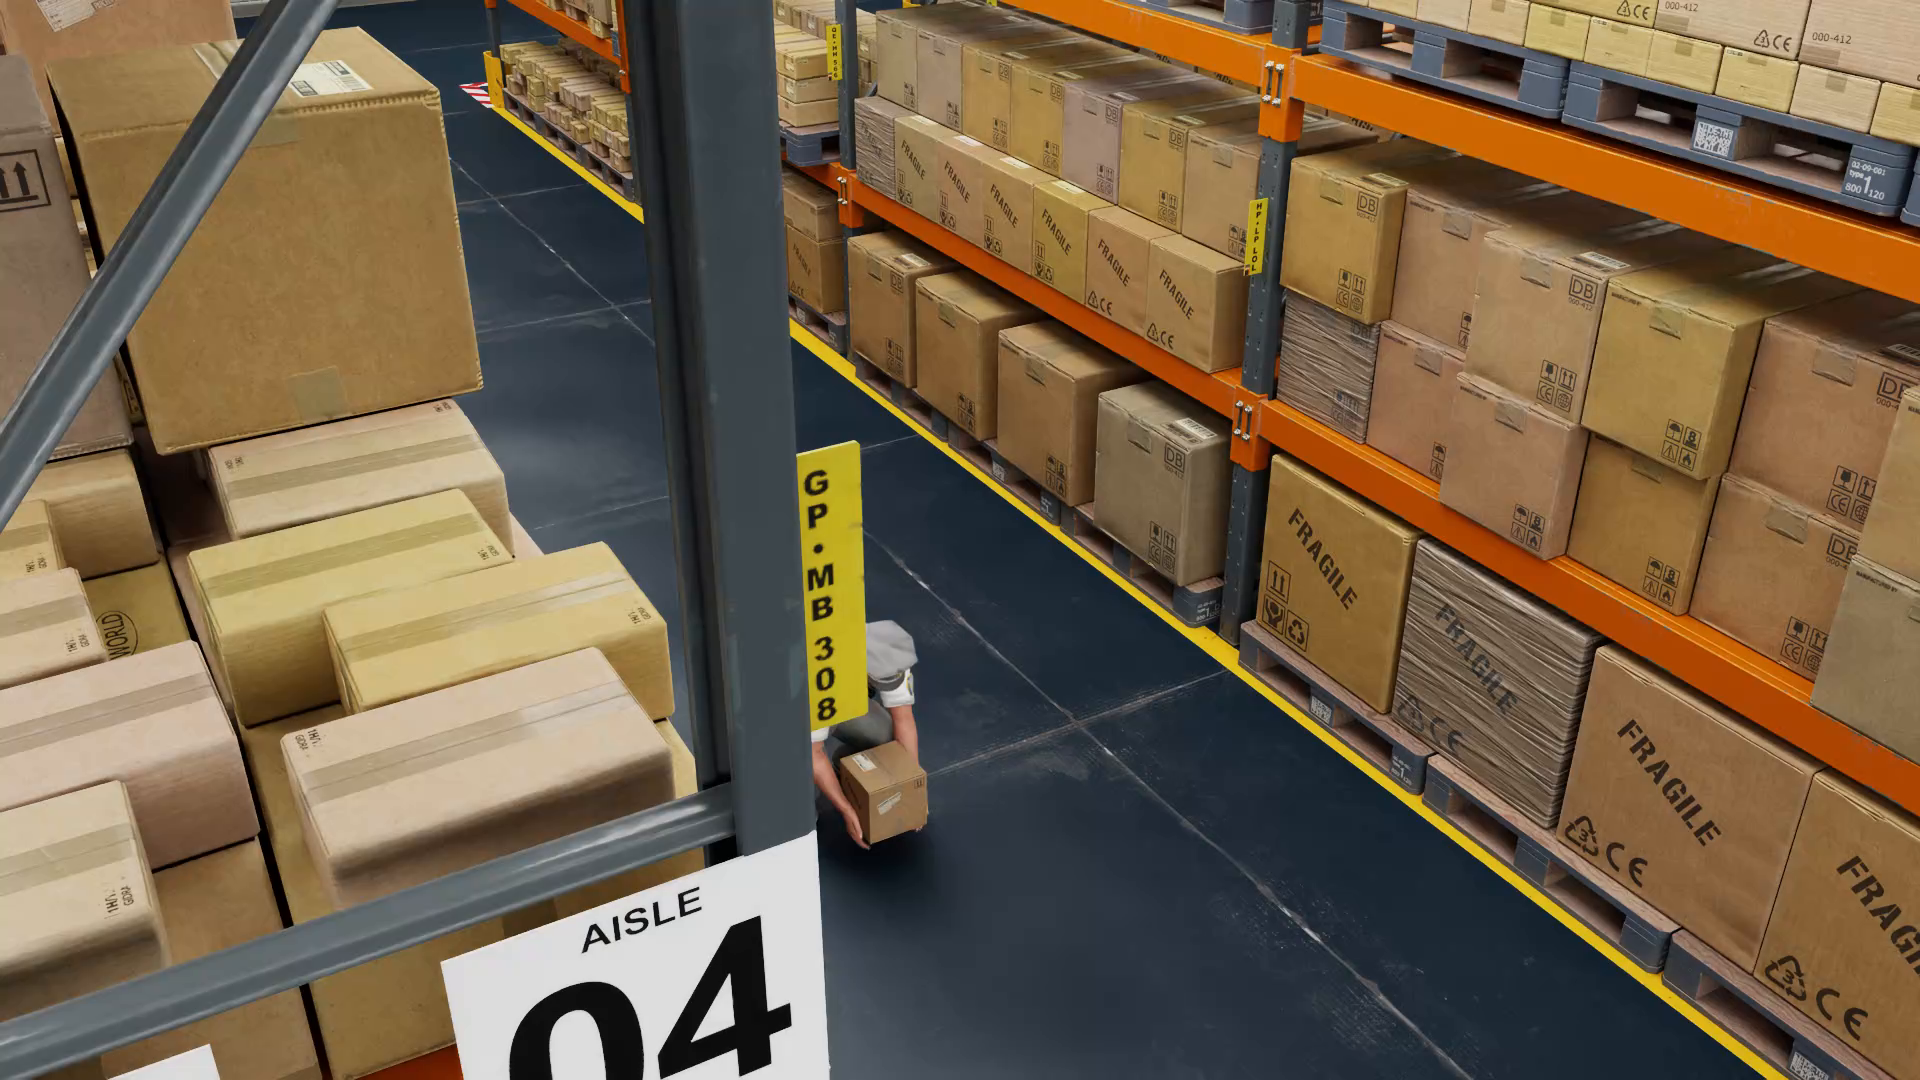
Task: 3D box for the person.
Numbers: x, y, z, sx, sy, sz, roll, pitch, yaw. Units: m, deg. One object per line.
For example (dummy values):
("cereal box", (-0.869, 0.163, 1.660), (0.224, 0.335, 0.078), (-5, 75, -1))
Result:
("person", (-0.475, 0.691, 6.648), (0.548, 1.011, 0.866), (-16, 33, -27))
